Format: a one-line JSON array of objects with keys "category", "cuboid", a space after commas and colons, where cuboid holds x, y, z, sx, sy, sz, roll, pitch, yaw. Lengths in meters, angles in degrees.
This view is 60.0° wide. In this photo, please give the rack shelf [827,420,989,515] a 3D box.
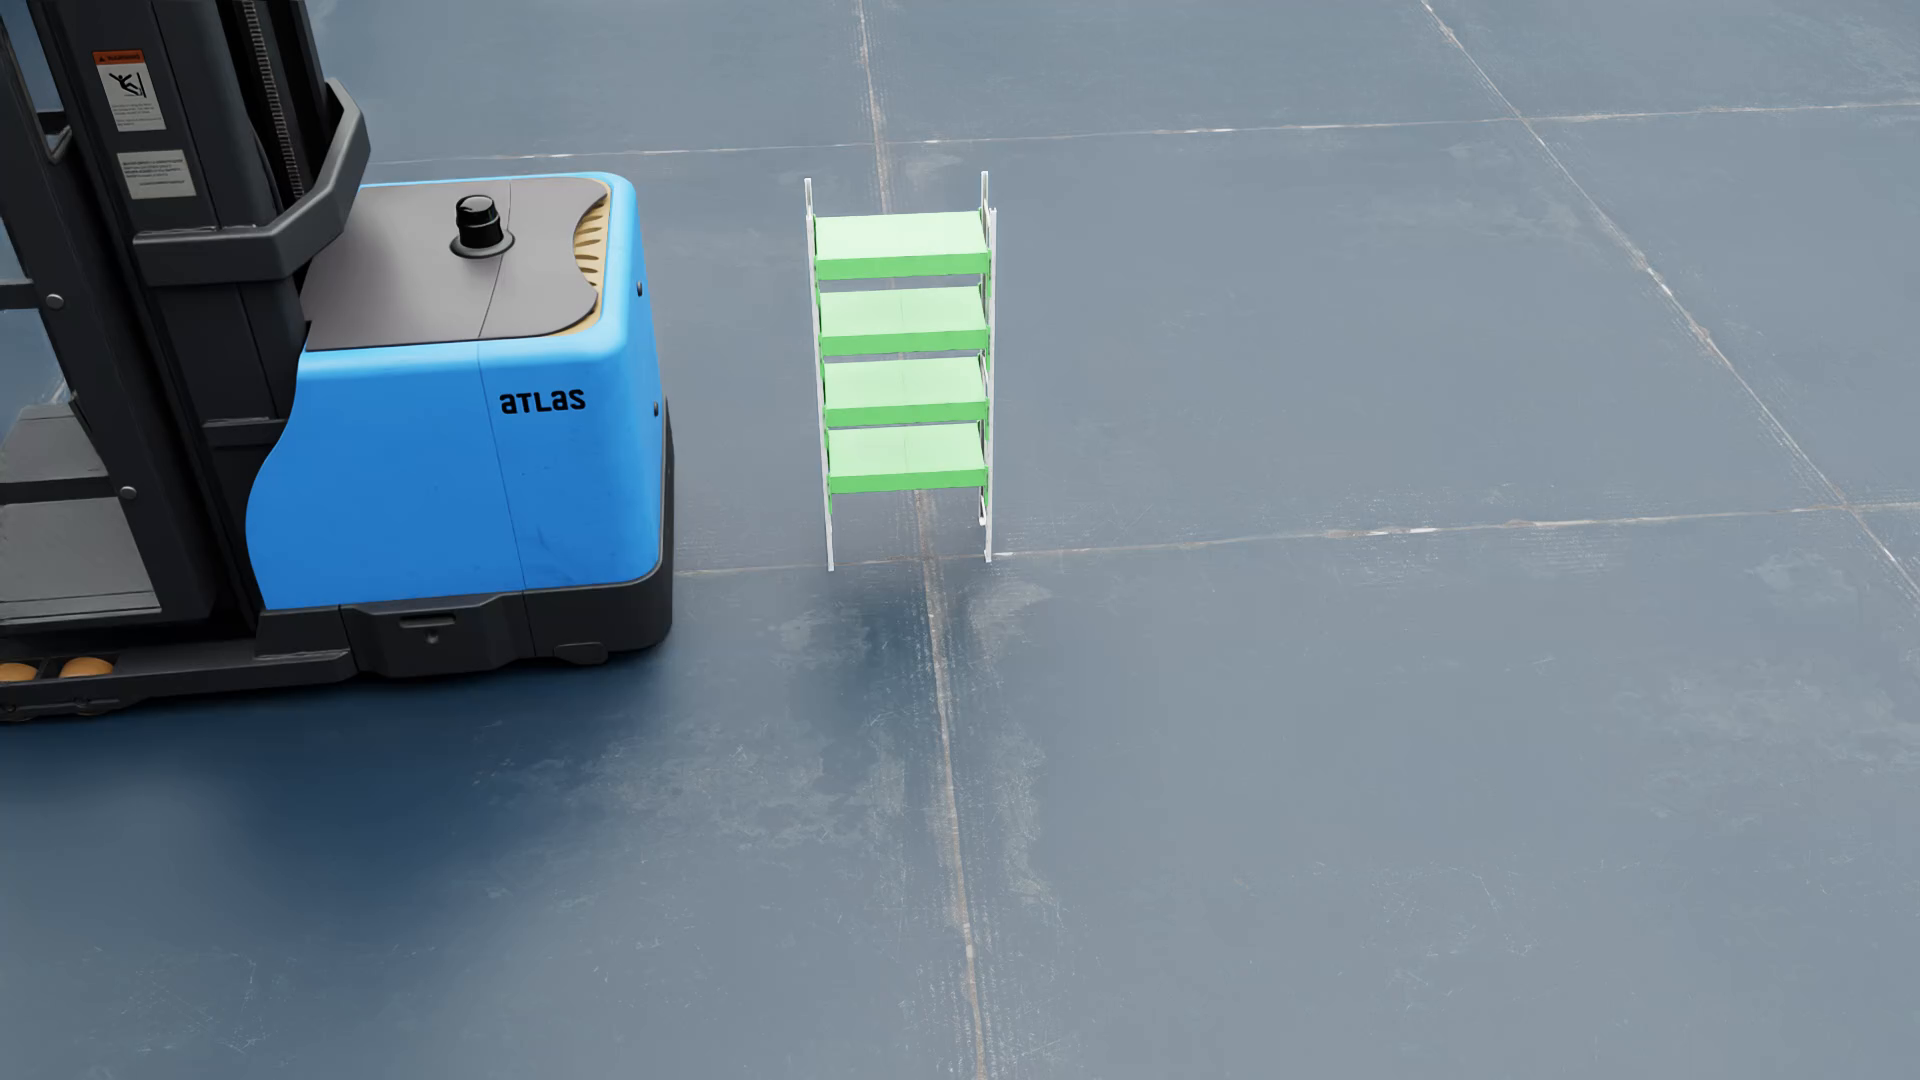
[{"category": "rack shelf", "cuboid": [-0.165, -0.223, 5.055, 0.480, 0.148, 0.258, -3, 38, -4]}]

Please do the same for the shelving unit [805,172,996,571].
[{"category": "shelving unit", "cuboid": [-0.165, -0.462, 4.867, 0.503, 1.200, 0.258, -3, 38, -4]}]

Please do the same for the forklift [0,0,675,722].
[{"category": "forklift", "cuboid": [-2.392, -0.995, 4.145, 3.031, 2.935, 1.130, -4, 38, -6]}]

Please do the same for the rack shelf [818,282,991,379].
[{"category": "rack shelf", "cuboid": [-0.165, -0.600, 4.758, 0.480, 0.148, 0.258, -3, 38, -4]}]

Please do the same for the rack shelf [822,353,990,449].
[{"category": "rack shelf", "cuboid": [-0.165, -0.412, 4.906, 0.480, 0.148, 0.258, -3, 38, -4]}]

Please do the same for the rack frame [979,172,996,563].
[{"category": "rack frame", "cuboid": [0.078, -0.475, 4.884, 0.015, 1.200, 0.240, -3, 38, -4]}]

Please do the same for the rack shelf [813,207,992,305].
[{"category": "rack shelf", "cuboid": [-0.165, -0.789, 4.609, 0.480, 0.148, 0.258, -3, 38, -4]}]

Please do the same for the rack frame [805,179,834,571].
[{"category": "rack frame", "cuboid": [-0.408, -0.449, 4.850, 0.015, 1.200, 0.240, -3, 38, -4]}]
